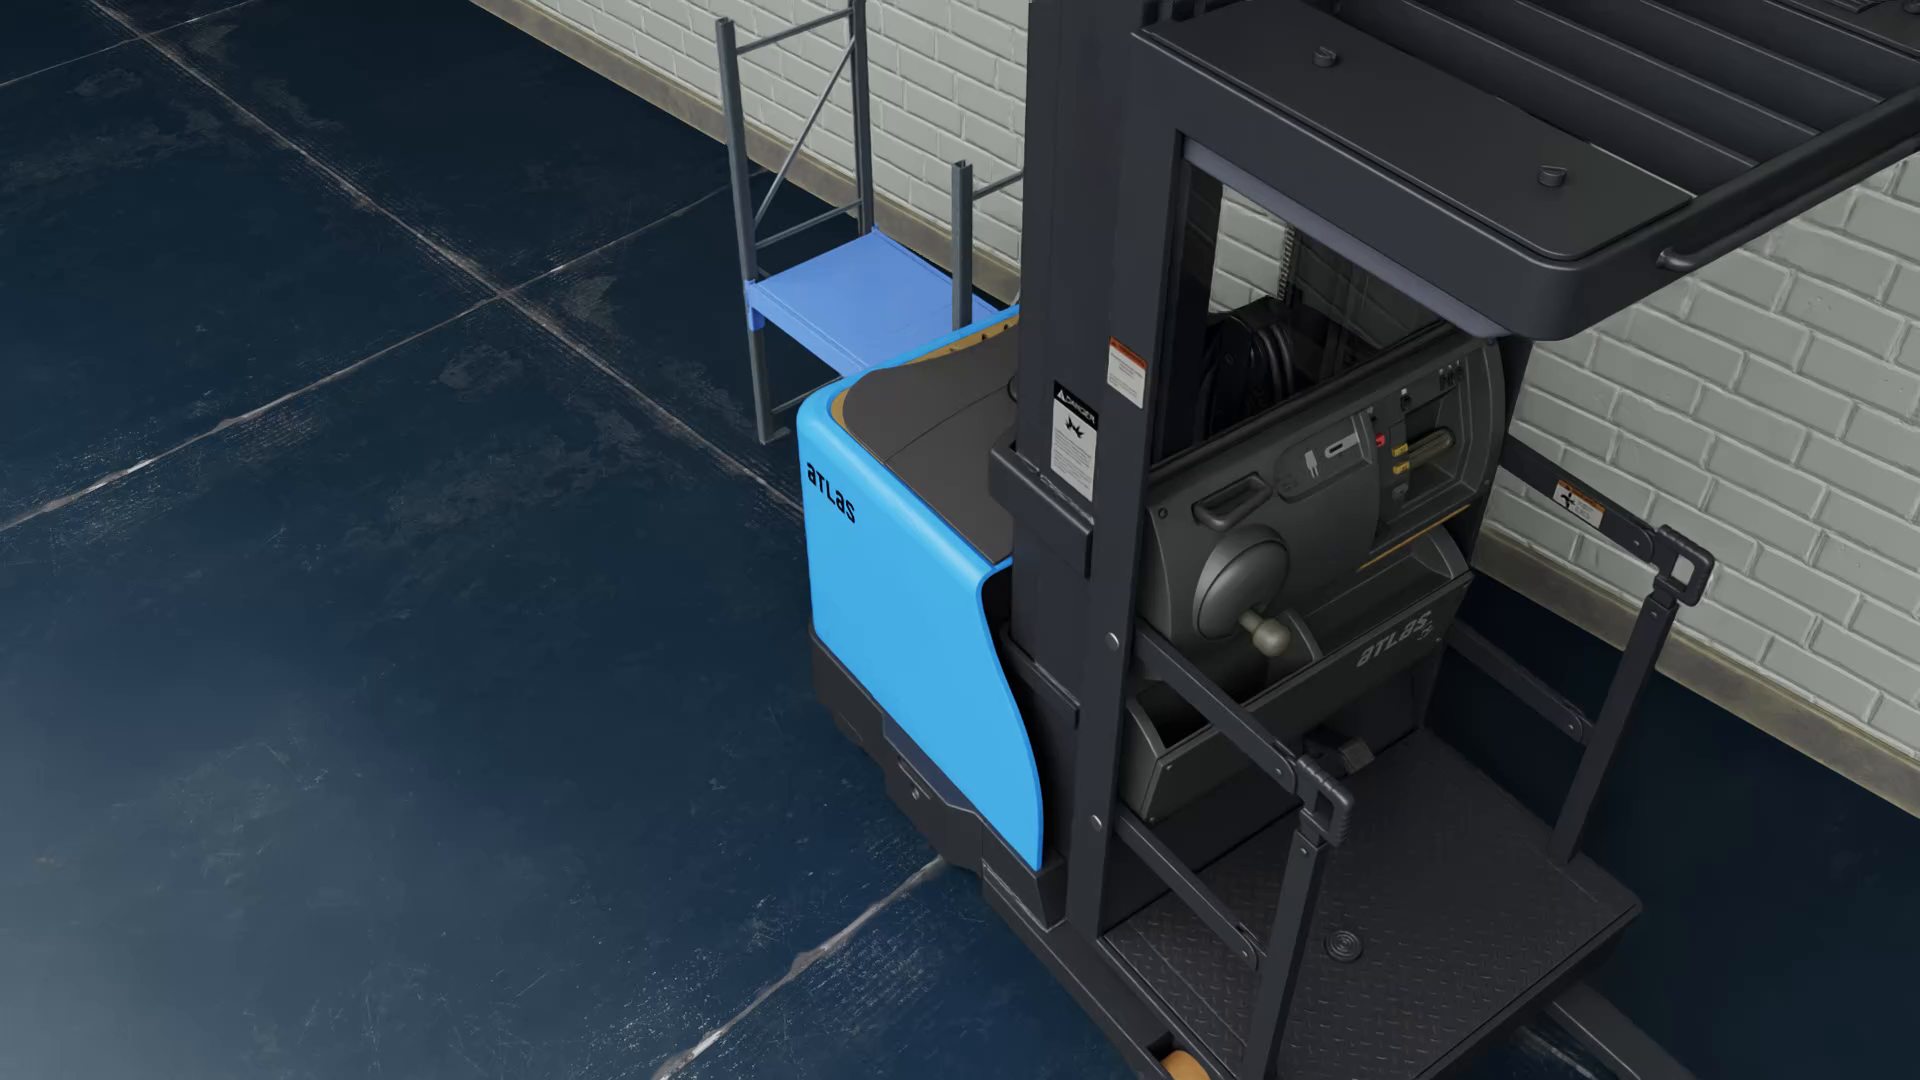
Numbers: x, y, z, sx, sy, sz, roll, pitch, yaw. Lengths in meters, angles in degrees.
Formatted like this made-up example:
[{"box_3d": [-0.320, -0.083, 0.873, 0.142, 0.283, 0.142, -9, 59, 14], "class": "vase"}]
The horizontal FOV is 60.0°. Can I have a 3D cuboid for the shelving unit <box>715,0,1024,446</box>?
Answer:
[{"box_3d": [-0.149, -0.722, 4.927, 0.538, 1.500, 1.048, -30, 50, -28], "class": "shelving unit"}]

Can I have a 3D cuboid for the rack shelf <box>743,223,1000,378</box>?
[{"box_3d": [-0.149, -0.590, 5.049, 0.538, 0.185, 1.000, -30, 50, -28], "class": "rack shelf"}]

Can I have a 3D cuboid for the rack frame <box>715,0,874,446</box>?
[{"box_3d": [-0.478, -0.986, 5.212, 0.500, 1.500, 0.032, -30, 50, -28], "class": "rack frame"}]

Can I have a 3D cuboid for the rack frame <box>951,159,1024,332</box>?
[{"box_3d": [0.179, -0.459, 4.642, 0.500, 1.500, 0.032, -30, 50, -28], "class": "rack frame"}]

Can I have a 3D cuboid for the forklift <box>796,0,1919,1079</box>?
[{"box_3d": [0.860, -0.019, 3.111, 1.130, 2.935, 3.031, -26, 49, -26], "class": "forklift"}]
